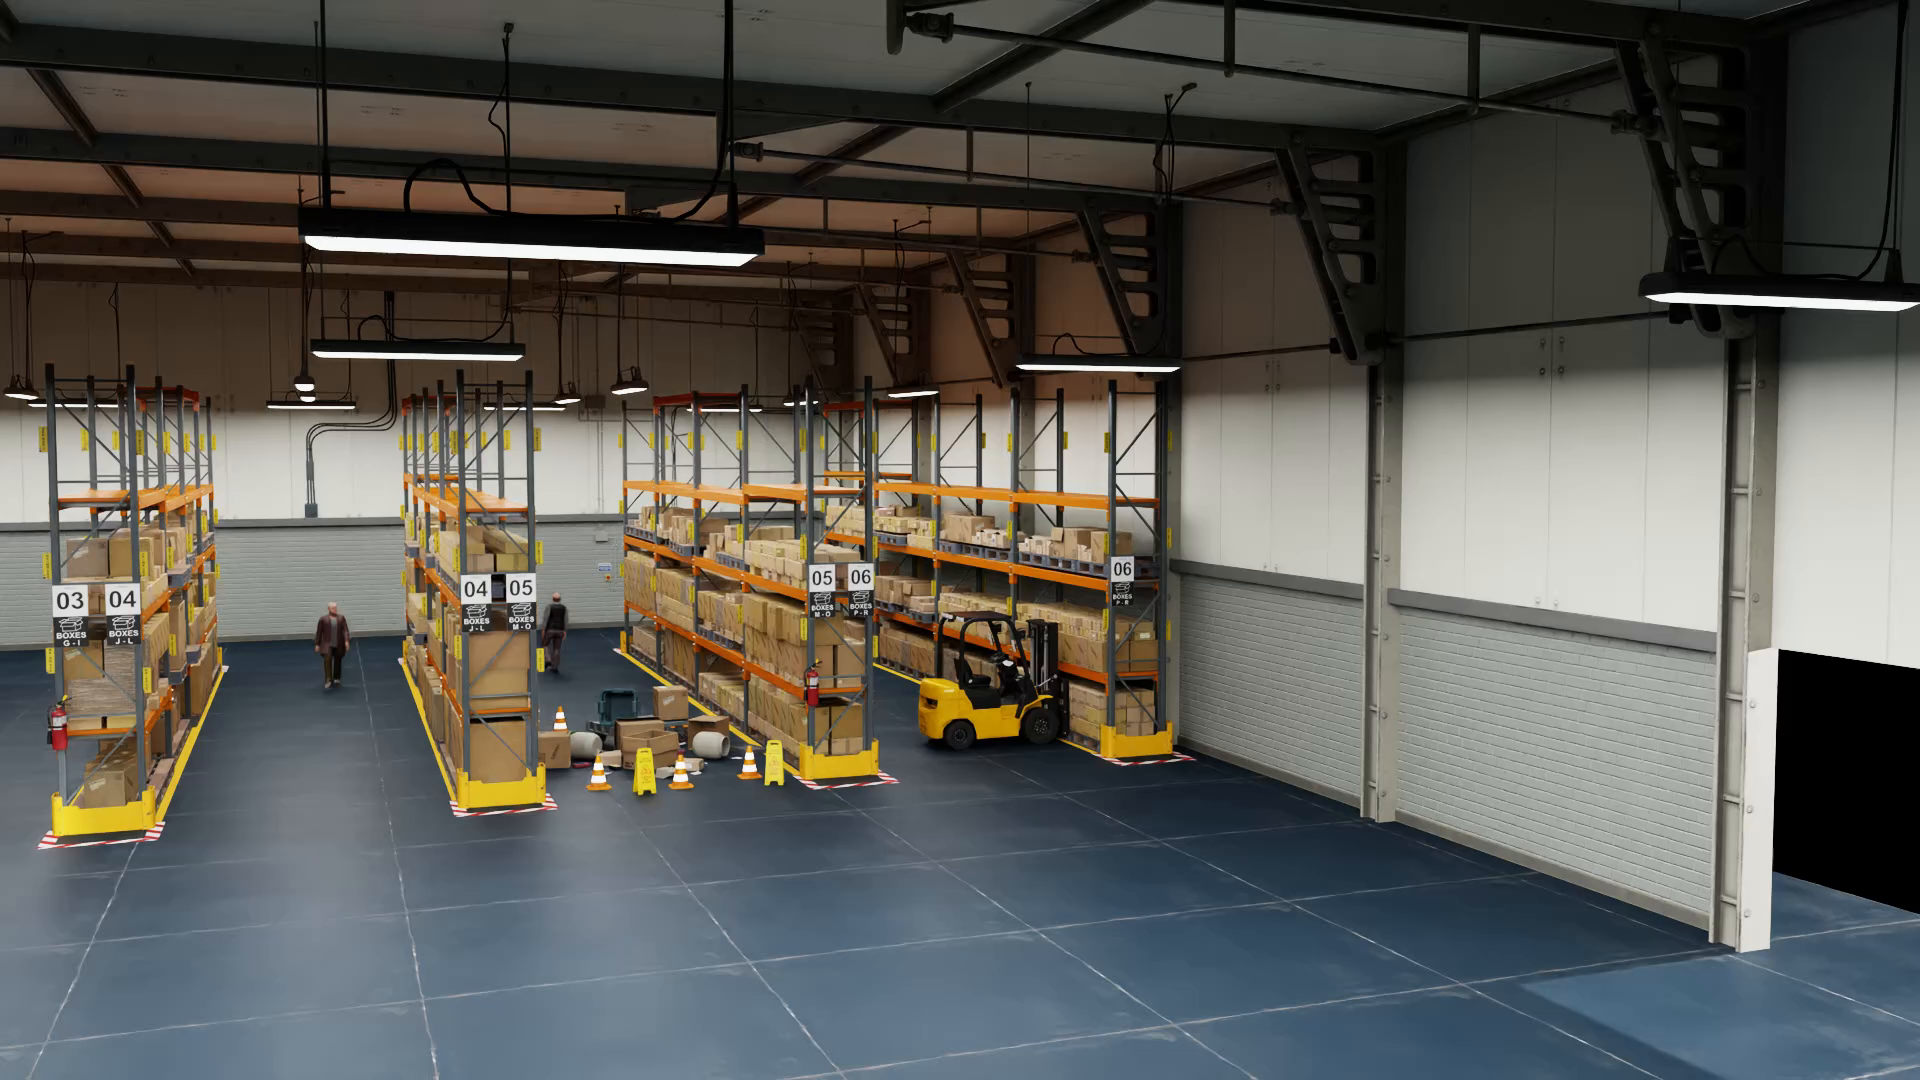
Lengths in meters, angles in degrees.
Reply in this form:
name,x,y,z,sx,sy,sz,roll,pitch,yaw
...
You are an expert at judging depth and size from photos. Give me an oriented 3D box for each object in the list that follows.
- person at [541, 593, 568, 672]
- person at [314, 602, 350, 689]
name,x,y,z,sx,sy,sz,roll,pitch,yaw
person,-8.878,2.015,36.296,0.650,1.721,0.451,-2,4,-28
person,-12.782,2.127,33.870,0.678,1.707,1.115,-2,4,-26
